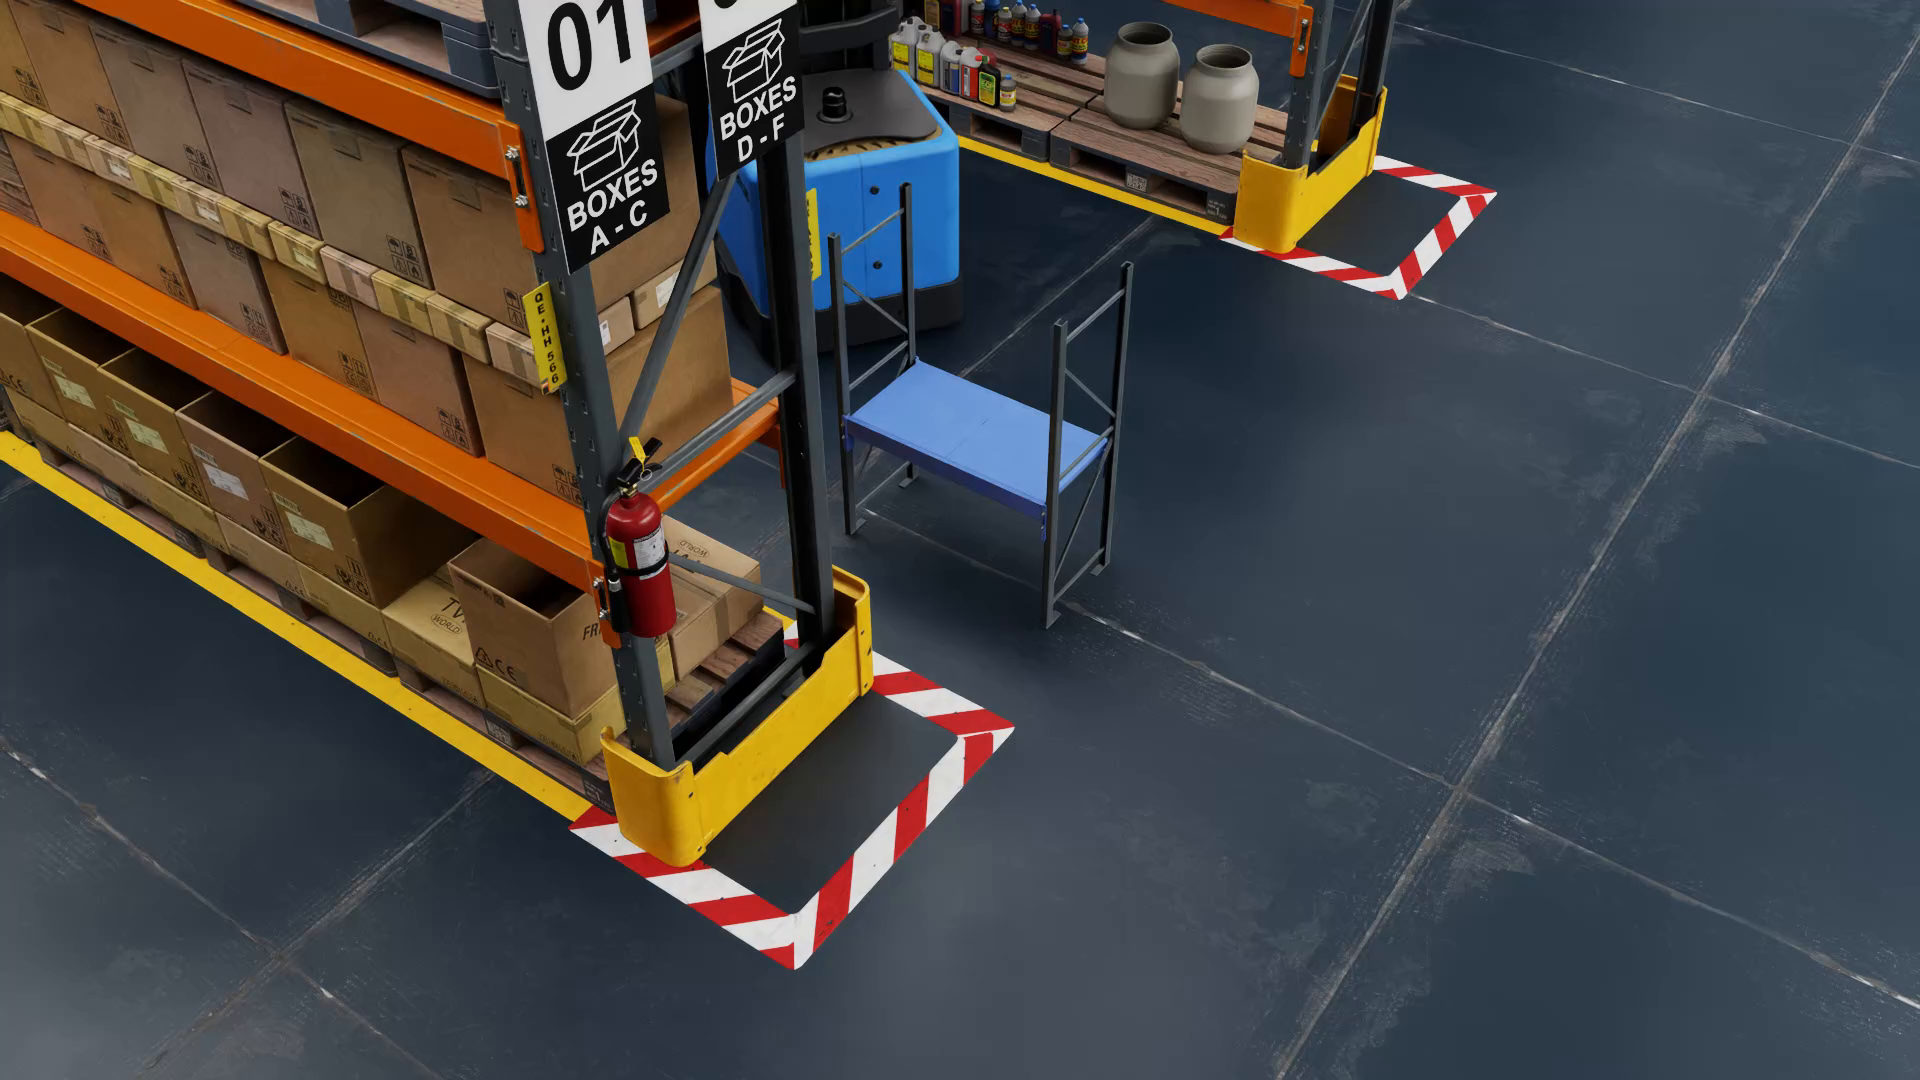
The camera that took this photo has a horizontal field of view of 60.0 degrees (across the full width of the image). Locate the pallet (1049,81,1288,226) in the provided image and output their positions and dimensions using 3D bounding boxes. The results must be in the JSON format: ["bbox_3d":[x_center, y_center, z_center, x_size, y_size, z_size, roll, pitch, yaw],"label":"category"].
[{"bbox_3d":[1.282,-2.305,9.667,1.213,0.211,1.003,25,48,25],"label":"pallet"}]

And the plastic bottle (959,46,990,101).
[{"bbox_3d":[0.088,-2.751,9.787,0.135,0.276,0.152,25,48,26],"label":"plastic bottle"}]

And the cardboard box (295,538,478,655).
[{"bbox_3d":[-2.249,0.125,6.608,0.500,0.250,0.500,25,48,25],"label":"cardboard box"}]

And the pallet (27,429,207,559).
[{"bbox_3d":[-3.461,-0.489,7.638,1.213,0.211,1.003,25,48,25],"label":"pallet"}]

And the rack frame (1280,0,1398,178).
[{"bbox_3d":[2.034,-3.026,8.383,0.127,3.000,1.000,25,48,25],"label":"rack frame"}]

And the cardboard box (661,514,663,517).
[{"bbox_3d":[-1.536,0.028,6.716,0.500,0.250,0.500,25,48,25],"label":"cardboard box"}]

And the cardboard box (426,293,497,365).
[{"bbox_3d":[-1.451,-0.744,5.271,0.250,0.149,0.380,26,48,26],"label":"cardboard box"}]

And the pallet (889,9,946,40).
[{"bbox_3d":[-0.715,-3.239,10.711,1.213,0.211,1.003,25,48,25],"label":"pallet"}]

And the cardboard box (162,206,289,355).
[{"bbox_3d":[-2.457,-1.138,6.197,0.500,0.500,0.700,27,48,27],"label":"cardboard box"}]

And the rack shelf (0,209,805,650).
[{"bbox_3d":[-2.451,-0.821,6.458,4.000,0.370,1.077,25,48,25],"label":"rack shelf"}]

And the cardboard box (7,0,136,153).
[{"bbox_3d":[-2.897,-1.825,5.992,0.500,0.500,0.700,25,48,25],"label":"cardboard box"}]

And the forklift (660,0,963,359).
[{"bbox_3d":[-0.989,-2.963,8.363,1.130,2.935,3.031,-14,44,-15],"label":"forklift"}]

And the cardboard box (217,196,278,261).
[{"bbox_3d":[-2.297,-1.140,5.713,0.250,0.149,0.380,26,48,26],"label":"cardboard box"}]

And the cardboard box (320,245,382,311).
[{"bbox_3d":[-1.865,-0.940,5.489,0.250,0.149,0.380,26,48,26],"label":"cardboard box"}]

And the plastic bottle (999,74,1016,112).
[{"bbox_3d":[0.278,-2.611,9.688,0.097,0.201,0.097,0,42,0],"label":"plastic bottle"}]

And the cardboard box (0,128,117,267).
[{"bbox_3d":[-3.286,-1.528,6.633,0.500,0.500,0.700,25,47,25],"label":"cardboard box"}]

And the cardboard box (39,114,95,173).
[{"bbox_3d":[-3.143,-1.535,6.155,0.250,0.149,0.380,24,47,24],"label":"cardboard box"}]

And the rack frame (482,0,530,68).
[{"bbox_3d":[-0.814,-2.559,3.362,0.127,3.000,1.000,25,48,25],"label":"rack frame"}]

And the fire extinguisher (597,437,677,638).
[{"bbox_3d":[-0.983,0.004,5.054,0.183,0.674,0.296,25,48,25],"label":"fire extinguisher"}]

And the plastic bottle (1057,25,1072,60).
[{"bbox_3d":[0.643,-3.052,10.179,0.097,0.201,0.097,0,42,0],"label":"plastic bottle"}]

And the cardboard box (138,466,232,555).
[{"bbox_3d":[-3.070,-0.255,7.033,0.500,0.250,0.500,25,48,25],"label":"cardboard box"}]

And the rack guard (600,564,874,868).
[{"bbox_3d":[-0.794,0.617,6.185,0.348,0.500,1.175,25,48,25],"label":"rack guard"}]

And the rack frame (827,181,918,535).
[{"bbox_3d":[-0.346,-0.721,6.931,0.032,1.500,0.500,25,48,25],"label":"rack frame"}]

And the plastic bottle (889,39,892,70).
[{"bbox_3d":[-0.446,-2.950,10.066,0.097,0.201,0.097,0,42,0],"label":"plastic bottle"}]

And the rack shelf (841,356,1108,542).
[{"bbox_3d":[0.070,-0.392,6.833,1.000,0.185,0.538,25,48,25],"label":"rack shelf"}]

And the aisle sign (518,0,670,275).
[{"bbox_3d":[-0.928,-1.107,4.288,0.004,0.787,0.394,25,48,25],"label":"aisle sign"}]

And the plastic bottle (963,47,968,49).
[{"bbox_3d":[0.030,-2.851,9.956,0.097,0.201,0.097,0,42,0],"label":"plastic bottle"}]

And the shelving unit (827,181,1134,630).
[{"bbox_3d":[0.070,-0.526,6.713,1.048,1.500,0.538,25,48,25],"label":"shelving unit"}]

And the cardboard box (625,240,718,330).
[{"bbox_3d":[-1.011,-0.870,5.412,0.250,0.149,0.380,25,47,25],"label":"cardboard box"}]

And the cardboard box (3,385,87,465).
[{"bbox_3d":[-3.883,-0.644,7.467,0.500,0.250,0.500,25,48,25],"label":"cardboard box"}]

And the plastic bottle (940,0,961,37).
[{"bbox_3d":[-0.057,-3.301,10.396,0.133,0.283,0.061,25,48,25],"label":"plastic bottle"}]

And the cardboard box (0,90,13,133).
[{"bbox_3d":[-3.562,-1.732,6.374,0.250,0.149,0.380,24,47,24],"label":"cardboard box"}]

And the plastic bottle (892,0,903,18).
[{"bbox_3d":[-0.456,-3.454,10.573,0.135,0.276,0.152,25,48,25],"label":"plastic bottle"}]

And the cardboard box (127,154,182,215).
[{"bbox_3d":[-2.709,-1.334,5.930,0.250,0.149,0.380,25,47,25],"label":"cardboard box"}]

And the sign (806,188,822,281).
[{"bbox_3d":[-0.490,-0.976,5.383,0.005,0.325,0.100,25,48,25],"label":"sign"}]

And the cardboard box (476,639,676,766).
[{"bbox_3d":[-1.422,0.501,6.188,0.500,0.250,0.500,25,48,25],"label":"cardboard box"}]

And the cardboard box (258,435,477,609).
[{"bbox_3d":[-2.251,-0.153,6.356,0.500,0.500,0.500,25,48,25],"label":"cardboard box"}]

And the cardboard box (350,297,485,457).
[{"bbox_3d":[-1.621,-0.745,5.758,0.500,0.500,0.700,26,48,26],"label":"cardboard box"}]

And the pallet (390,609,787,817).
[{"bbox_3d":[-1.464,0.446,6.594,1.213,0.211,1.003,25,48,25],"label":"pallet"}]

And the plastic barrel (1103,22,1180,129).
[{"bbox_3d":[1.041,-2.658,9.522,0.421,0.512,0.421,0,42,0],"label":"plastic barrel"}]

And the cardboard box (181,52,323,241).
[{"bbox_3d":[-2.079,-1.441,5.563,0.500,0.500,0.700,25,48,25],"label":"cardboard box"}]

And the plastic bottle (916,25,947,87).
[{"bbox_3d":[-0.164,-2.893,9.890,0.185,0.351,0.144,27,48,27],"label":"plastic bottle"}]

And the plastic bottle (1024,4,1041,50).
[{"bbox_3d":[0.448,-3.169,10.258,0.097,0.271,0.097,0,42,0],"label":"plastic bottle"}]

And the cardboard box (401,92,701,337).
[{"bbox_3d":[-1.232,-1.050,5.126,0.500,0.500,0.700,25,48,25],"label":"cardboard box"}]

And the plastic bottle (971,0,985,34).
[{"bbox_3d":[0.116,-3.298,10.455,0.097,0.201,0.097,0,42,0],"label":"plastic bottle"}]

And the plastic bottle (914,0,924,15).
[{"bbox_3d":[-0.234,-3.507,10.627,0.133,0.283,0.061,28,49,28],"label":"plastic bottle"}]

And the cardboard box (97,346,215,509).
[{"bbox_3d":[-3.070,-0.535,6.783,0.500,0.500,0.500,25,48,25],"label":"cardboard box"}]

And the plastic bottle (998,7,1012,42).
[{"bbox_3d":[0.285,-3.219,10.367,0.097,0.201,0.097,0,42,0],"label":"plastic bottle"}]

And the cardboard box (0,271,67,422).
[{"bbox_3d":[-3.889,-0.918,7.211,0.500,0.500,0.500,25,48,25],"label":"cardboard box"}]
